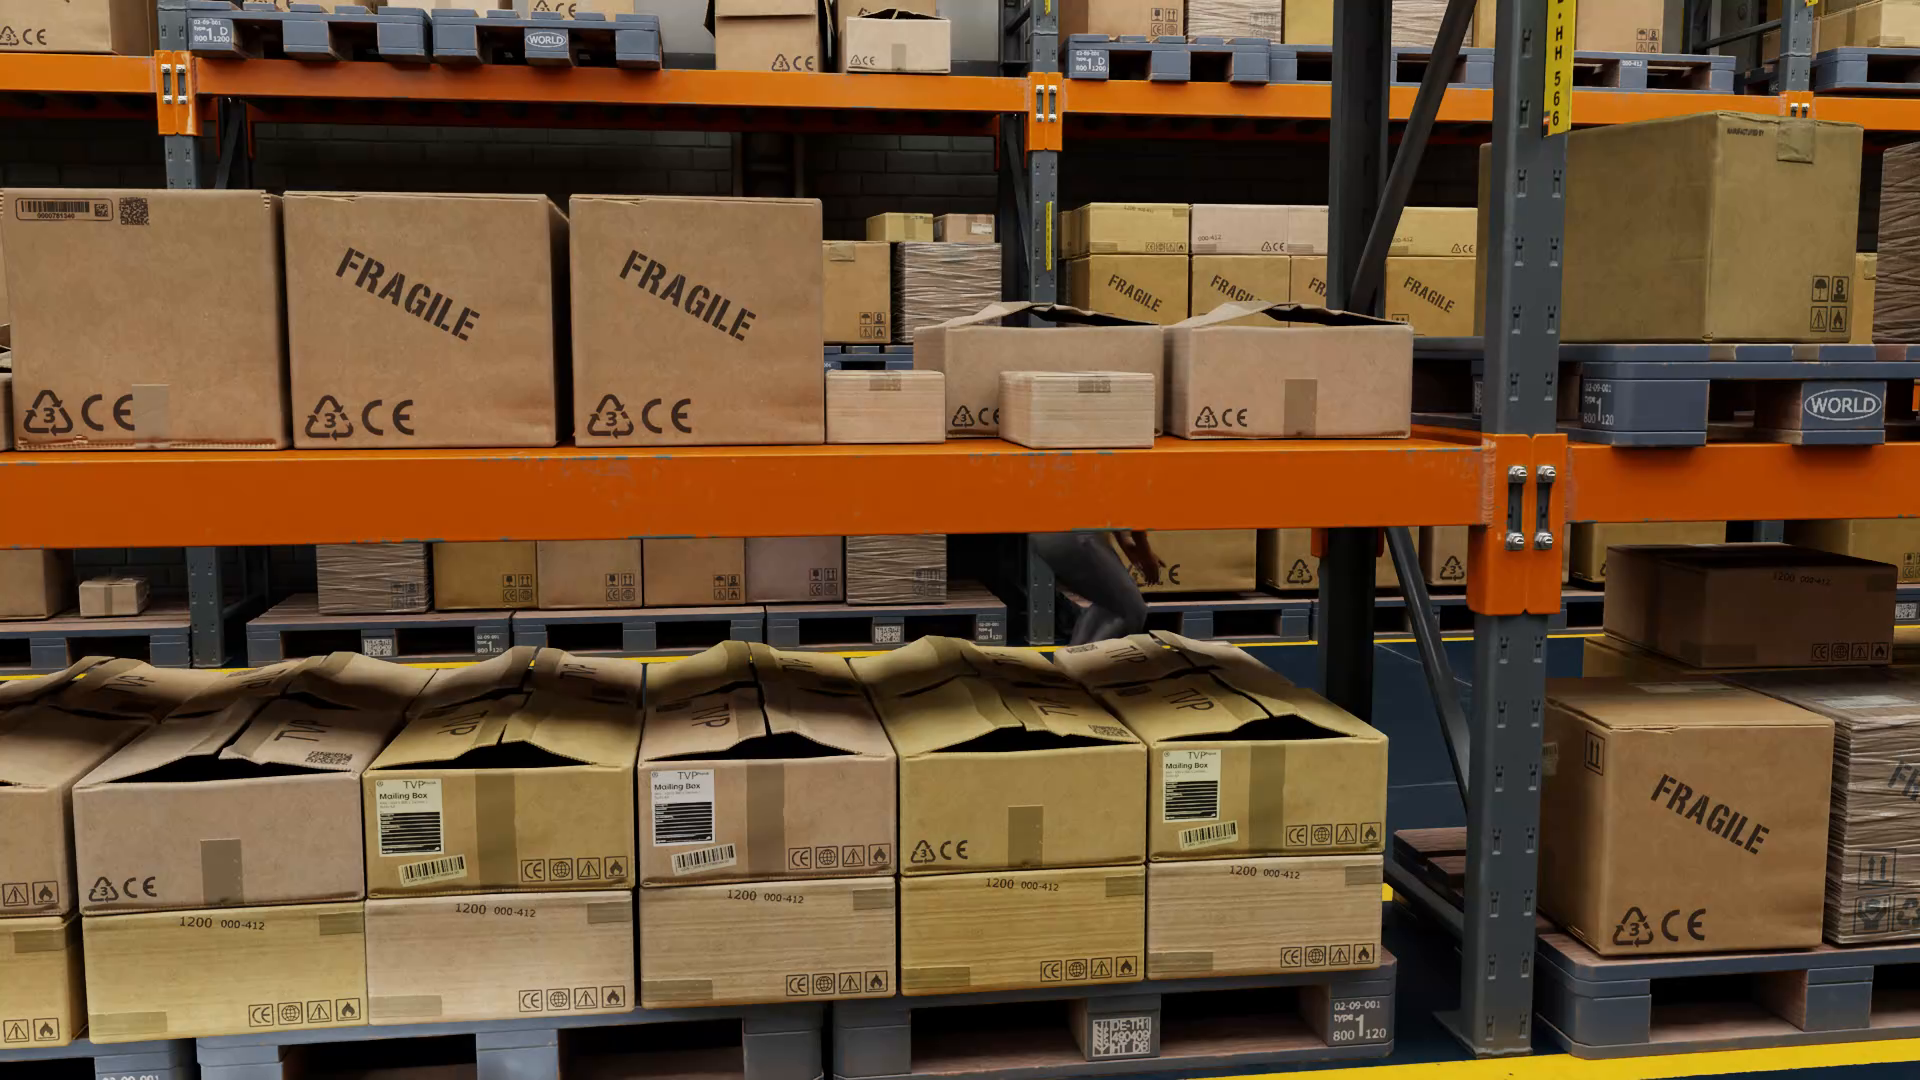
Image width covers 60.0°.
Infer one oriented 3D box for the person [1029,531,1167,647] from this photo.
[{"bbox_3d":[0.582,0.006,6.916,0.598,1.416,0.494,-1,7,-8],"label":"person"}]
